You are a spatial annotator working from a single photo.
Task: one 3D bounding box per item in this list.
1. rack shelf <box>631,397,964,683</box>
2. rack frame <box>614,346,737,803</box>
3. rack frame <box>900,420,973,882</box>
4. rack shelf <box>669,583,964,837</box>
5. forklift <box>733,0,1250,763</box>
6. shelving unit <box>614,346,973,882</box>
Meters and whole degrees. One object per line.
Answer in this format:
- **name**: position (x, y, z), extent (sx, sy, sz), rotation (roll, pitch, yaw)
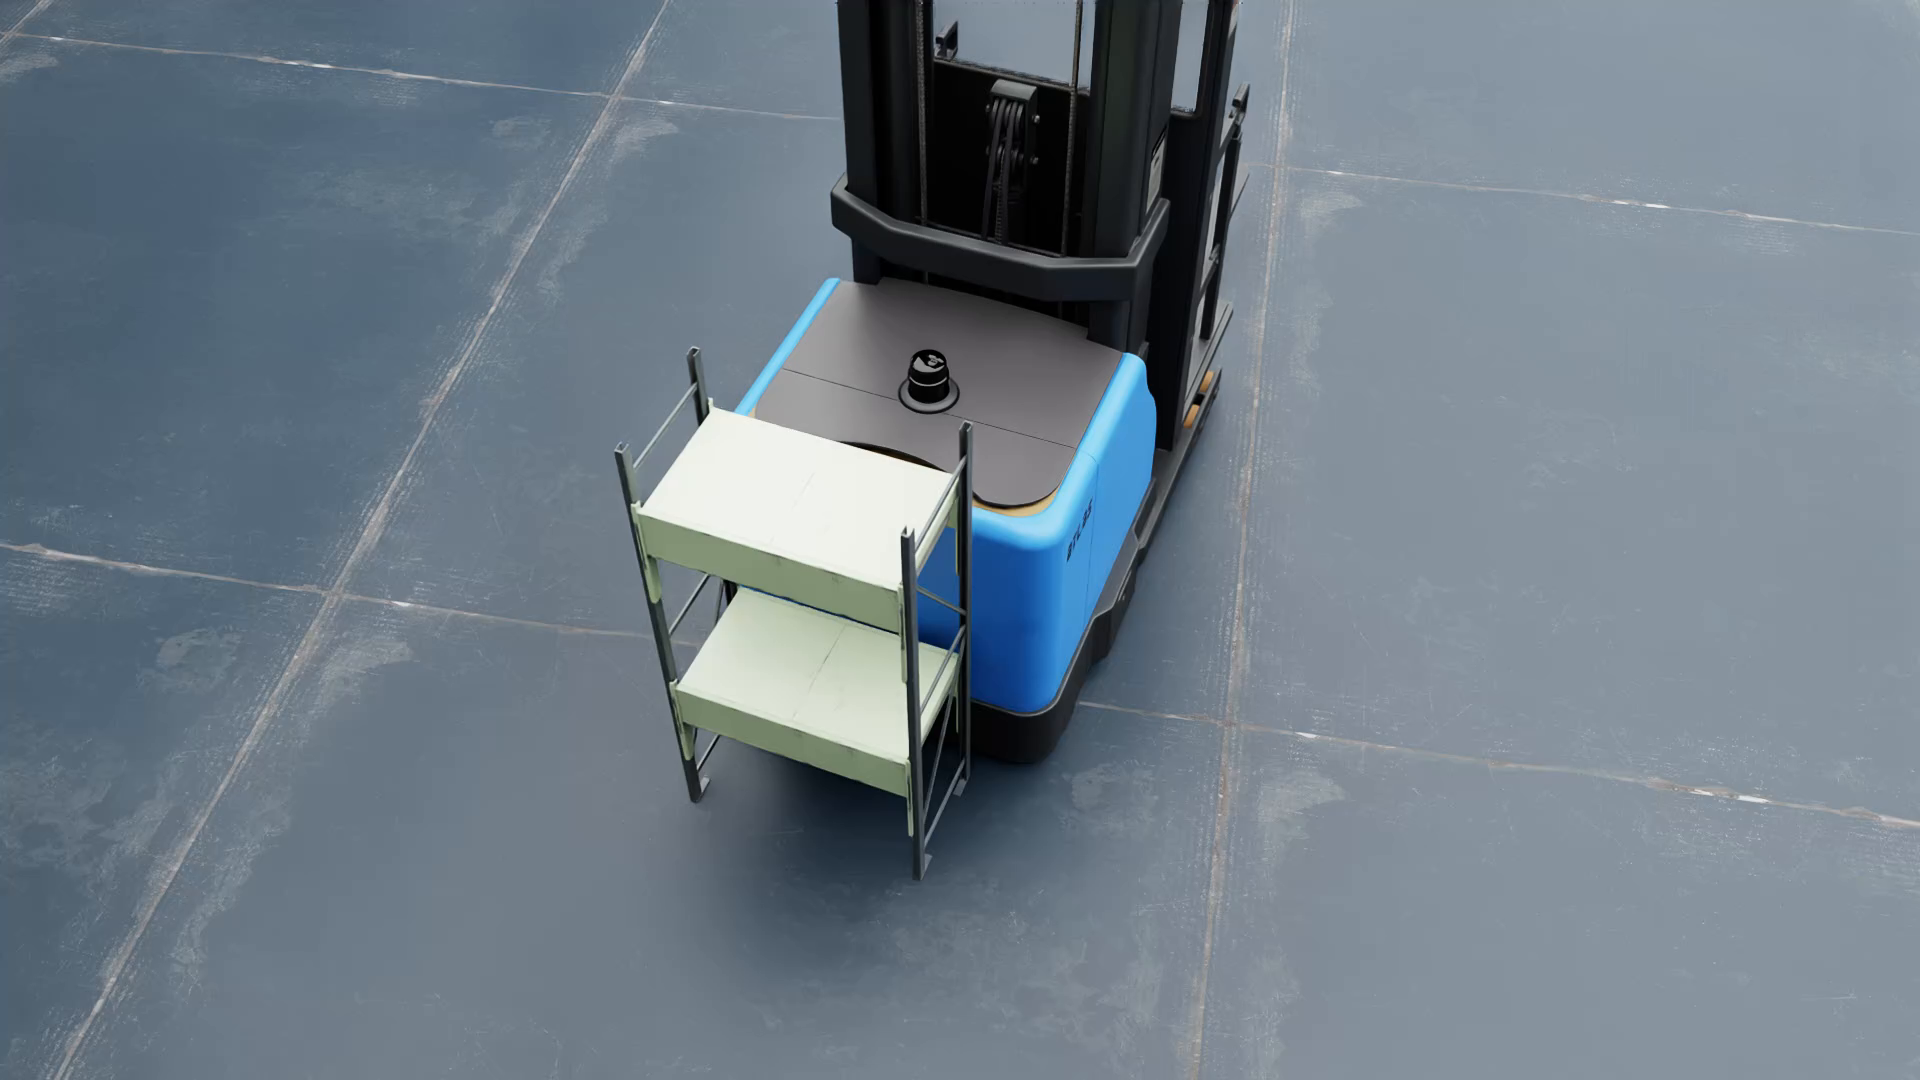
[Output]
- **rack shelf**: position (-0.393, -0.006, 4.222), extent (0.720, 0.370, 0.431), rotation (16, 50, 14)
- **rack frame**: position (-0.733, 0.155, 4.602), extent (0.023, 1.500, 0.400), rotation (16, 50, 14)
- **rack frame**: position (-0.052, 0.355, 4.423), extent (0.023, 1.500, 0.400), rotation (16, 50, 14)
- **rack shelf**: position (-0.393, 0.473, 4.755), extent (0.720, 0.370, 0.431), rotation (16, 50, 14)
- **forklift**: position (0.322, -1.422, 5.057), extent (1.130, 2.935, 3.031), rotation (16, 50, 14)
- **shelving unit**: position (-0.393, 0.255, 4.512), extent (0.755, 1.500, 0.431), rotation (16, 50, 14)
